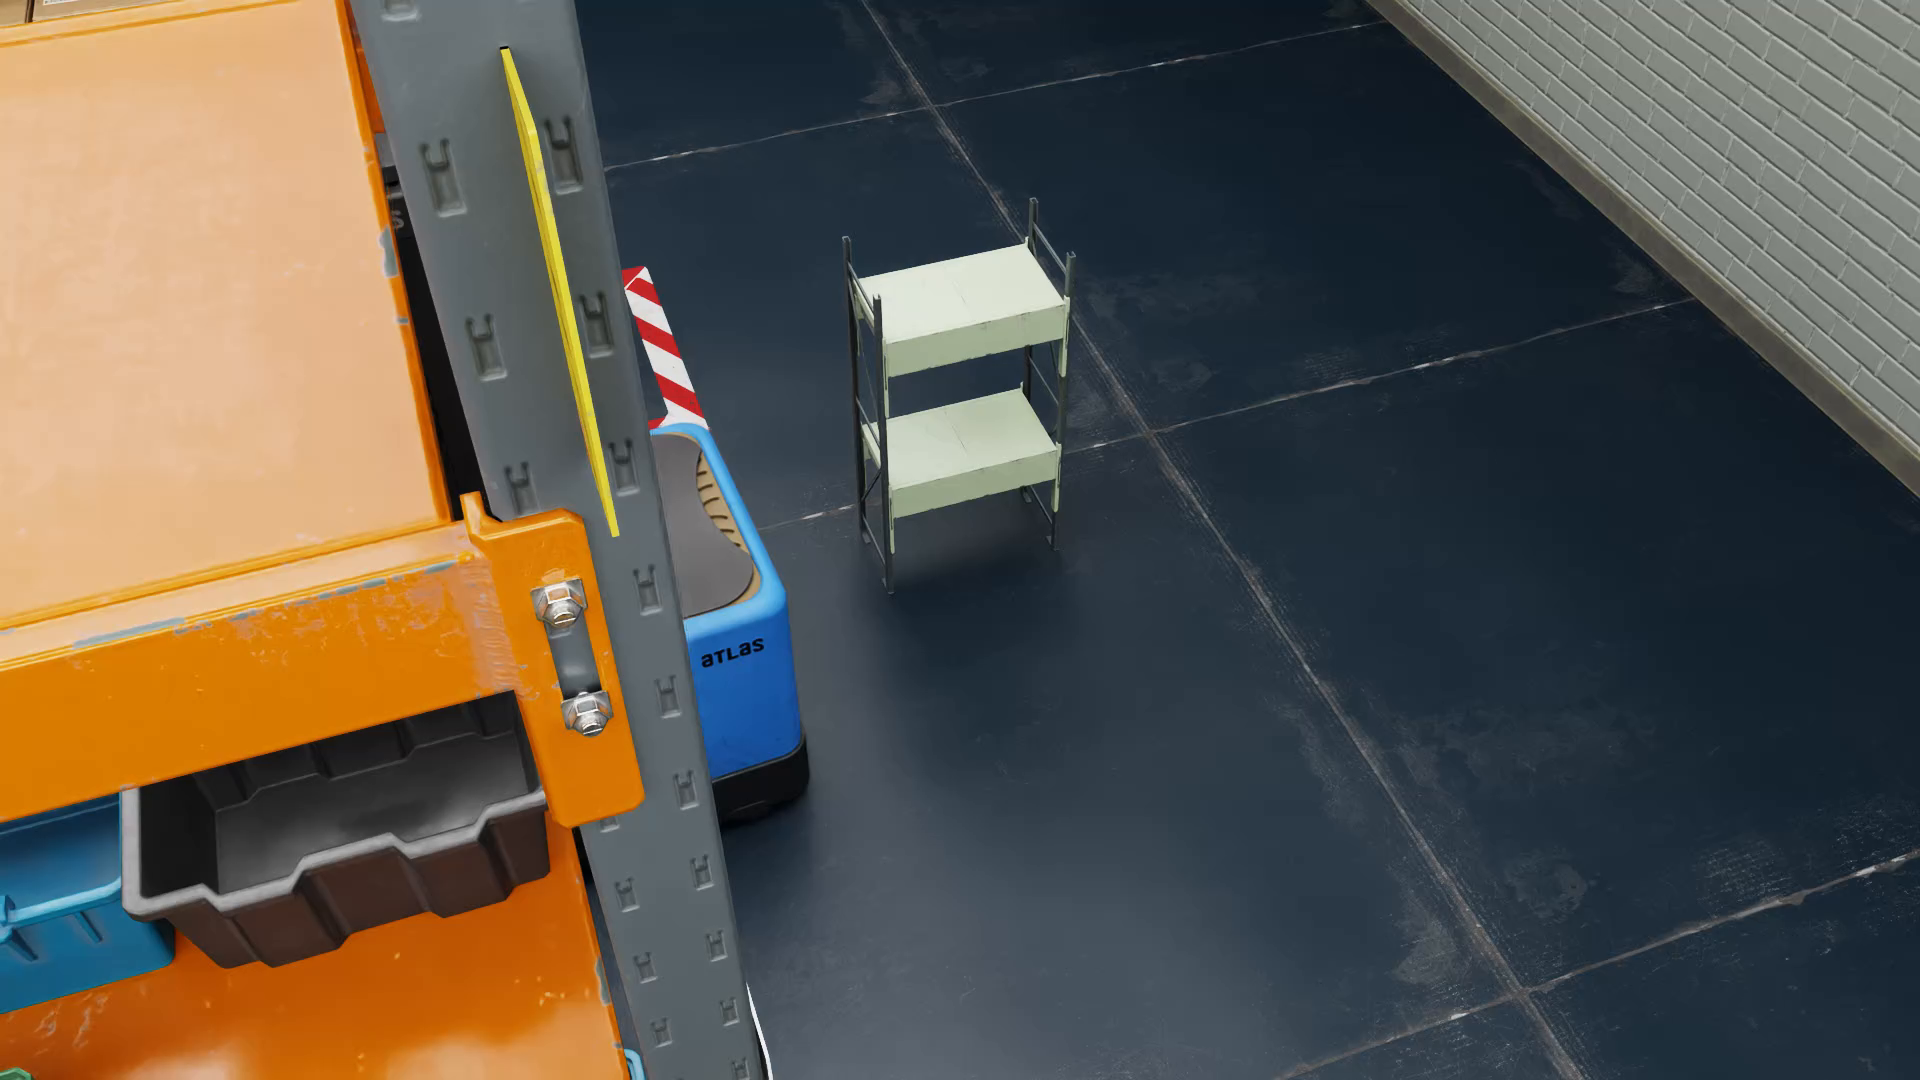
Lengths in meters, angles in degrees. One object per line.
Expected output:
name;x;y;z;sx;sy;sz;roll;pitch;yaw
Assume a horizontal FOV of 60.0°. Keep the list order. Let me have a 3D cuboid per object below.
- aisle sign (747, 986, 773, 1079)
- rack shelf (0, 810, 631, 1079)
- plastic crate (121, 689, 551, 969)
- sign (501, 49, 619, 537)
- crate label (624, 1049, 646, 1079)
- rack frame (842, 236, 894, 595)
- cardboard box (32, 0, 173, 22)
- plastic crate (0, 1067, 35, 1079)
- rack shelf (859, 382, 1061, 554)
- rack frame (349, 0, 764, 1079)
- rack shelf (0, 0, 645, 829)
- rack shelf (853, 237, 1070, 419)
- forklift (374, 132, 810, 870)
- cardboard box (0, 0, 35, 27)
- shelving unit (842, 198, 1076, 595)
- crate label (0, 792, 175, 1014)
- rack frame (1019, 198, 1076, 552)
aisle sign;-0.292;0.753;2.356;0.004;0.787;0.394;-14;47;-14
rack shelf;-2.340;1.169;2.167;4.000;0.370;1.077;-14;47;-14
plastic crate;-0.916;0.387;2.530;0.590;0.269;0.497;-14;47;-14
sign;-0.257;-0.148;1.082;0.005;0.325;0.100;-14;47;-14
crate label;-0.803;1.371;3.651;0.303;0.233;0.416;-14;47;-14
rack frame;-0.351;-0.440;6.439;0.023;1.500;0.400;-14;47;-14
cardboard box;-2.938;-1.784;5.943;0.500;0.500;0.500;-13;47;-13
plastic crate;-1.290;0.936;2.040;0.336;0.188;0.450;-14;47;-14
rack shelf;-0.006;-0.298;6.757;0.720;0.370;0.431;-14;47;-14
rack frame;-0.459;-0.625;1.329;0.127;3.000;1.000;-14;47;-14
rack shelf;-2.340;0.251;1.246;4.000;0.370;1.077;-14;47;-14
rack shelf;-0.006;-0.803;6.250;0.720;0.370;0.431;-14;47;-14
forklift;-2.118;-0.001;4.991;3.031;2.935;1.130;-17;47;-16
cardboard box;-3.424;-1.656;5.816;0.500;0.500;0.500;-13;47;-13
shelving unit;-0.006;-0.528;6.526;0.755;1.500;0.431;-14;47;-14
crate label;-1.437;0.493;2.437;0.502;0.251;0.408;-14;47;-14
rack frame;0.338;-0.616;6.614;0.023;1.500;0.400;-14;47;-14
